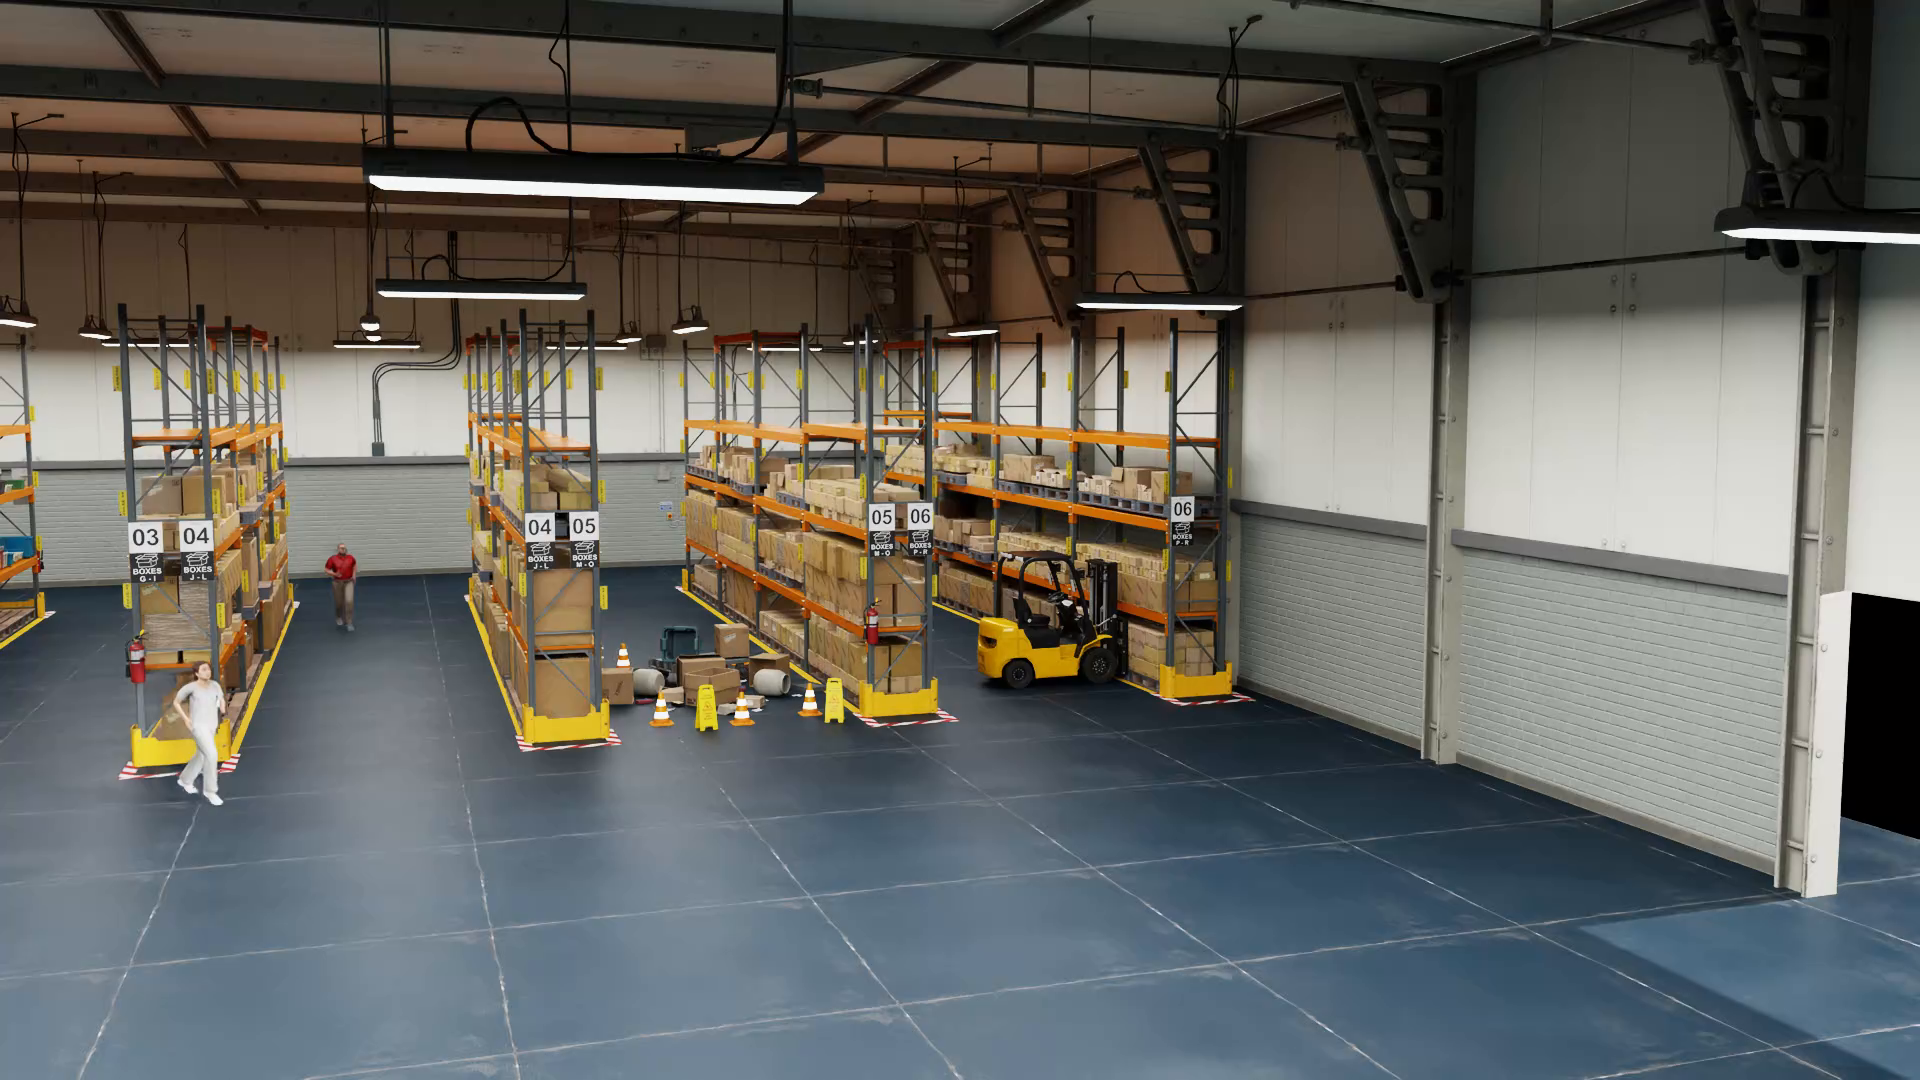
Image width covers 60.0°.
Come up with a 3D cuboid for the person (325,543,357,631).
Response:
[{"bbox_3d":[-12.568,0.942,33.817,0.654,1.761,0.894,-3,6,-27],"label":"person"}]

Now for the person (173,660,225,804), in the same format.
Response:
[{"bbox_3d":[-9.103,2.284,19.944,0.772,1.723,0.550,2,6,23],"label":"person"}]
